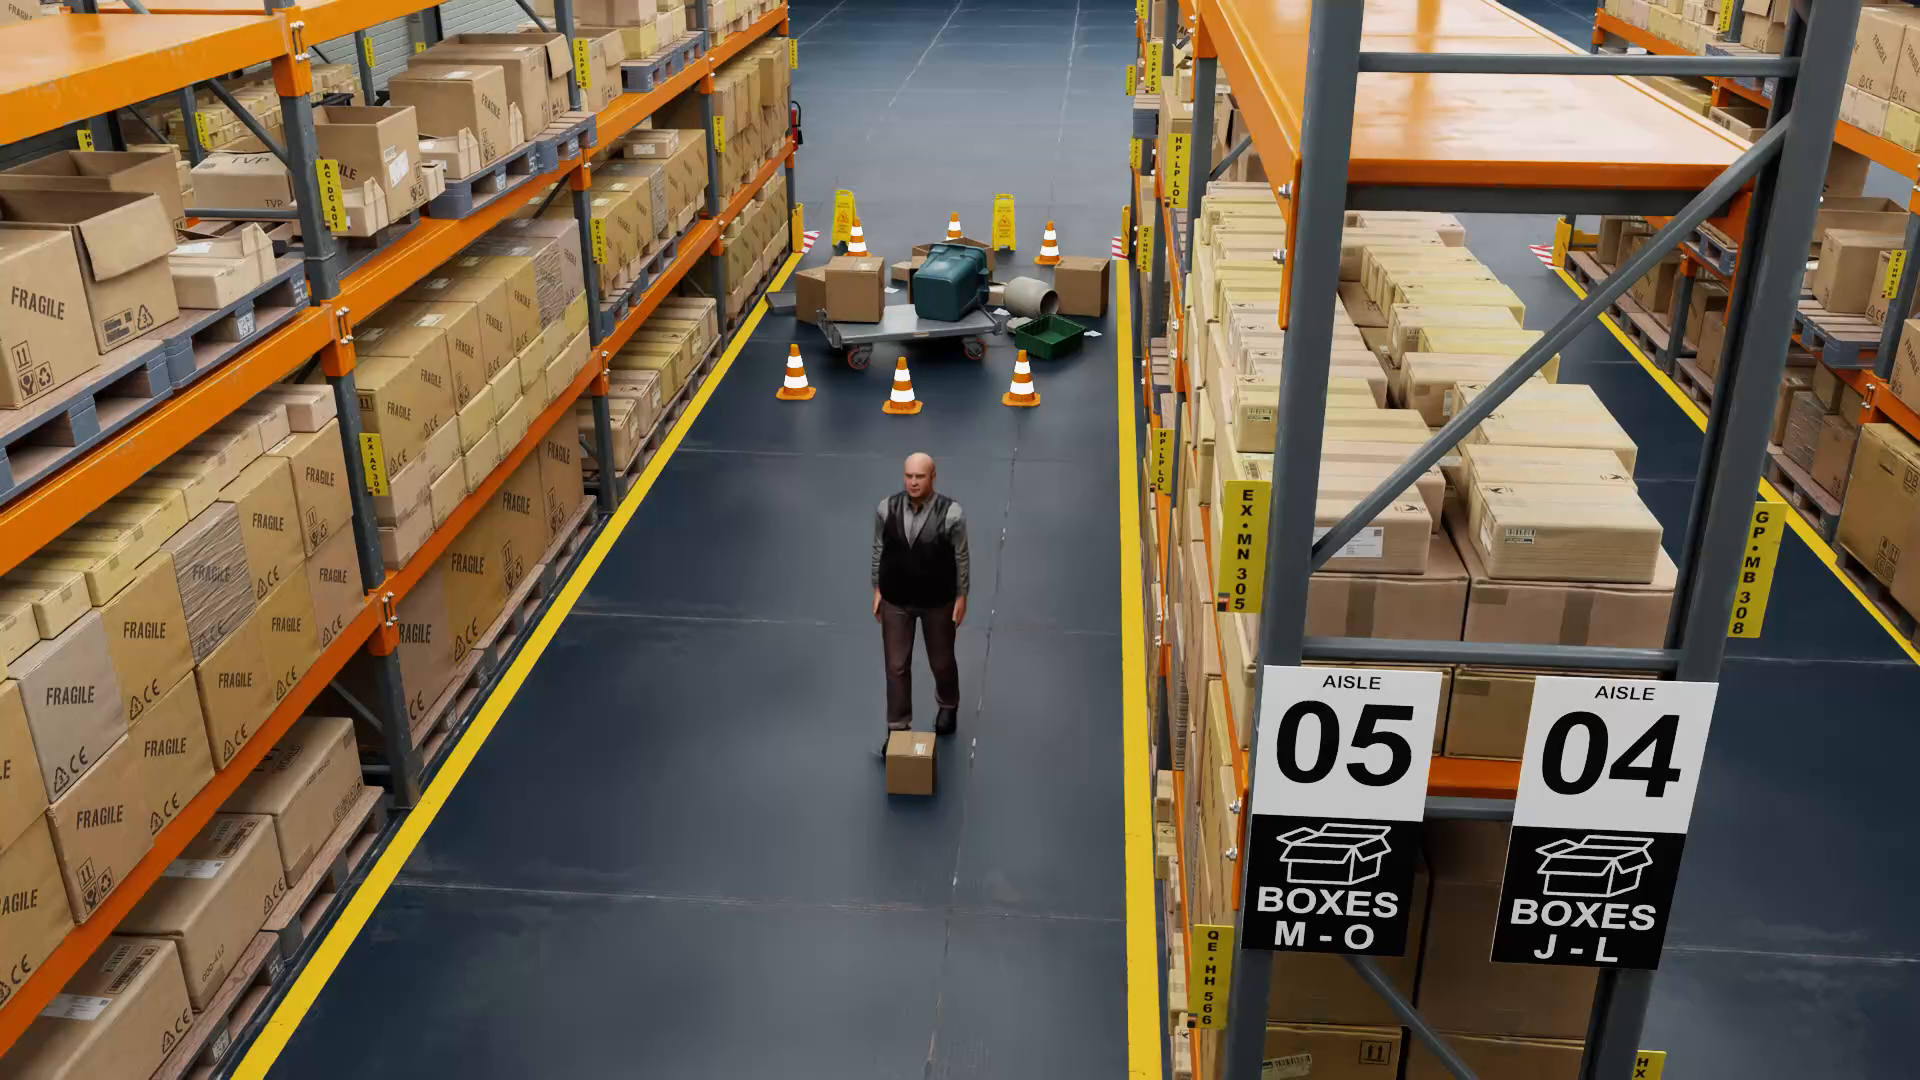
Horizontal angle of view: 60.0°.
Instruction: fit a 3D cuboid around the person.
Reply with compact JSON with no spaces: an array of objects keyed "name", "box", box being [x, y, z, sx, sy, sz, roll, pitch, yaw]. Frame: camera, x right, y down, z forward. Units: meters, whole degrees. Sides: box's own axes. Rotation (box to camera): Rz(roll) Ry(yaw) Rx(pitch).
[{"name":"person","box":[-0.237,0.352,9.255,0.559,1.720,0.657,5,25,11]}]
